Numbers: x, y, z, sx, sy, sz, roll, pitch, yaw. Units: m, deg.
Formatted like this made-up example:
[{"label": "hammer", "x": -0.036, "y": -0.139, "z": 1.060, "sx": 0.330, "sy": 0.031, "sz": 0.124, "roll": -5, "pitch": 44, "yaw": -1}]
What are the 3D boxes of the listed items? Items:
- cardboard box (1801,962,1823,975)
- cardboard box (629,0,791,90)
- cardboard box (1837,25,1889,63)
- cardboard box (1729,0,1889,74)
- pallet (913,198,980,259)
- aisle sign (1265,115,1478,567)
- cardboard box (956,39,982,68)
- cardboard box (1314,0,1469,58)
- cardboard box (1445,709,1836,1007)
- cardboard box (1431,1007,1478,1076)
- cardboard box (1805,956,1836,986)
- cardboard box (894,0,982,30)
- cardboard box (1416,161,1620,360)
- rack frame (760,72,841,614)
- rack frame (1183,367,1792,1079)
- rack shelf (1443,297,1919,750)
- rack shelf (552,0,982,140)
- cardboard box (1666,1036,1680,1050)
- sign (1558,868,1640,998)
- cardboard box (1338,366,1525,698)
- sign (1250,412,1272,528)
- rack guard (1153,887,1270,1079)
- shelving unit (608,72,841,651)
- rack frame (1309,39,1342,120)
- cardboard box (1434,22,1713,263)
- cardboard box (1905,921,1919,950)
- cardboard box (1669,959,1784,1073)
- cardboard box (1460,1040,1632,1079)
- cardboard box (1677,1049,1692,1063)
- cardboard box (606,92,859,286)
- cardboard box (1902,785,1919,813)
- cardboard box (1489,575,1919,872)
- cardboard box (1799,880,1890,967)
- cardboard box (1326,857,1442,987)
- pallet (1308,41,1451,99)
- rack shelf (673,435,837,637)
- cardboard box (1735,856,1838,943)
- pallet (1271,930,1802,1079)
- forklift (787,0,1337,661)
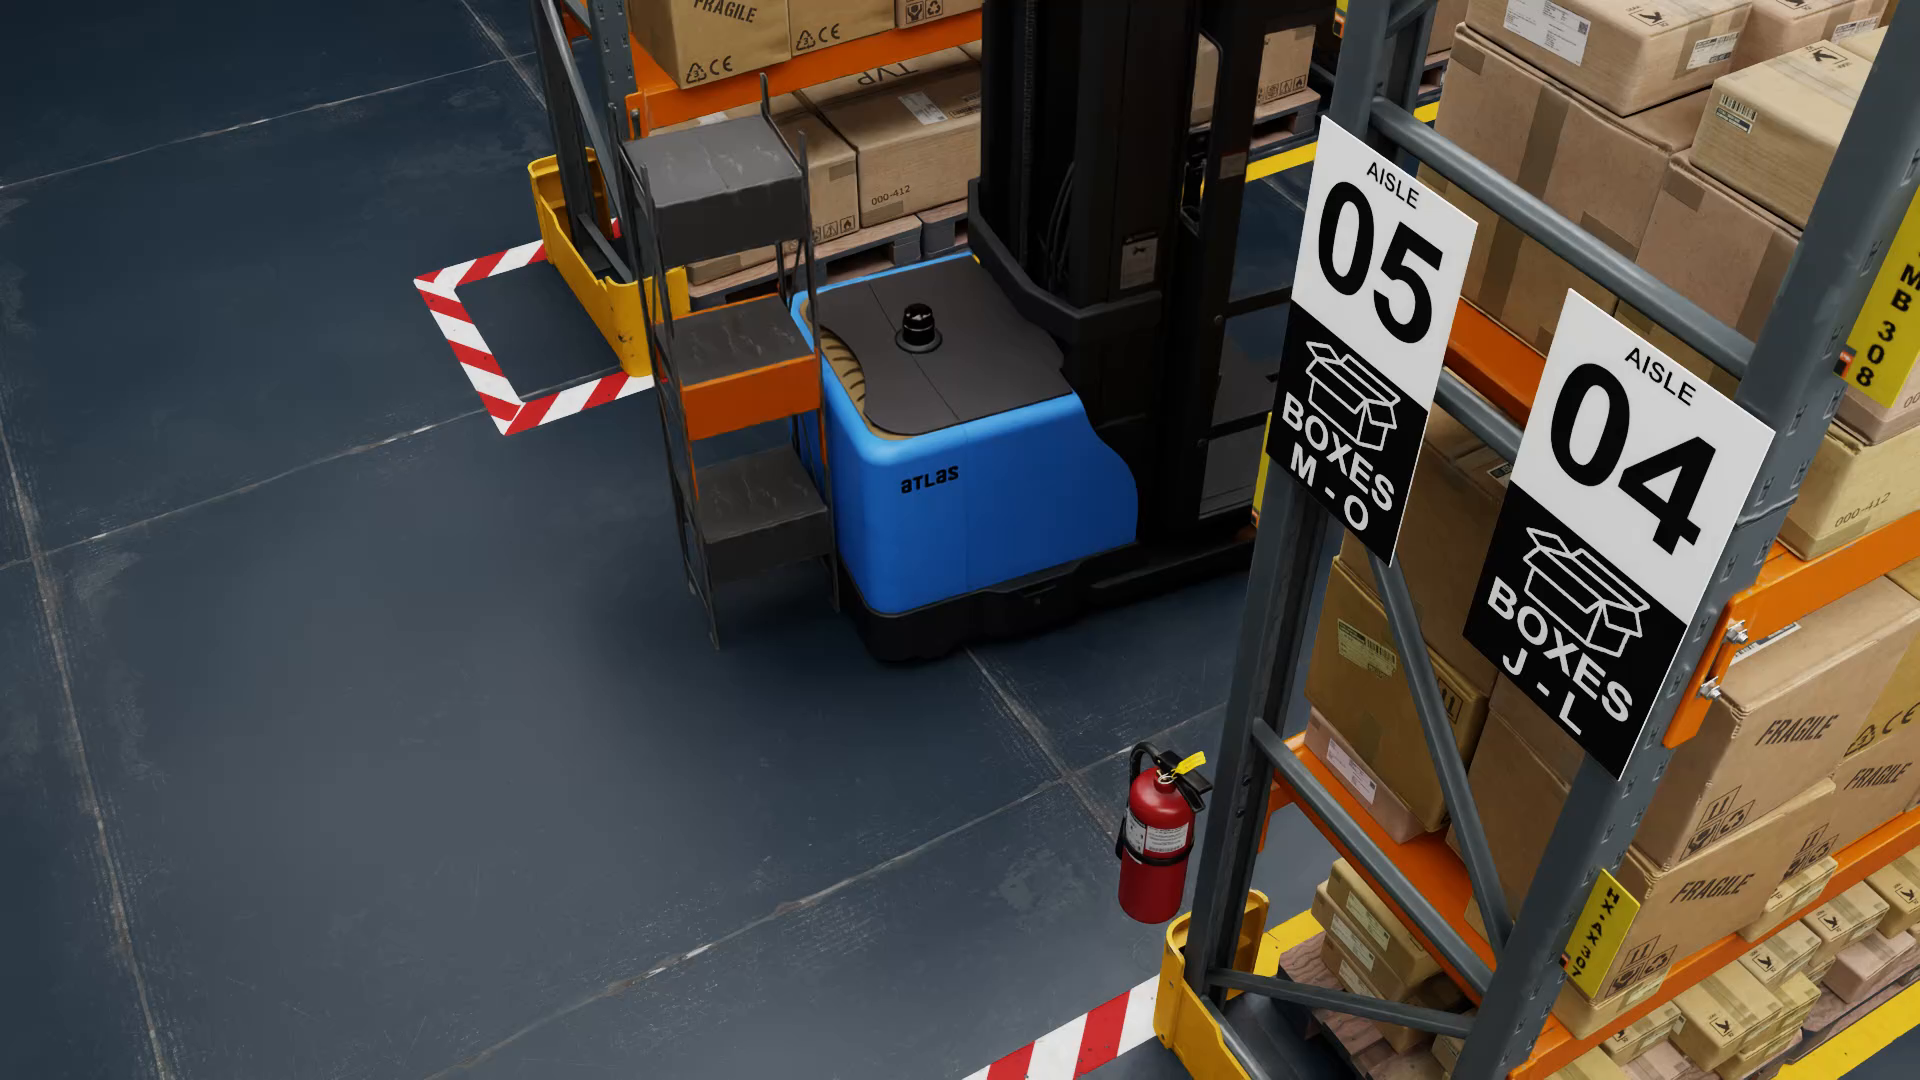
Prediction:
[{"label": "cardboard box", "x": 2.427, "y": 1.107, "z": 4.988, "sx": 0.250, "sy": 0.149, "sz": 0.380, "roll": -24, "pitch": 49, "yaw": -23}, {"label": "cardboard box", "x": -1.042, "y": -2.243, "z": 6.836, "sx": 0.500, "sy": 0.500, "sz": 0.500, "roll": -22, "pitch": 48, "yaw": -21}, {"label": "cardboard box", "x": 1.576, "y": -0.657, "z": 2.582, "sx": 0.250, "sy": 0.149, "sz": 0.380, "roll": -20, "pitch": 48, "yaw": -19}, {"label": "cardboard box", "x": 1.346, "y": -0.937, "z": 2.870, "sx": 0.250, "sy": 0.149, "sz": 0.380, "roll": -21, "pitch": 48, "yaw": -20}, {"label": "pallet", "x": 0.109, "y": -1.958, "z": 8.616, "sx": 1.213, "sy": 0.211, "sz": 1.003, "roll": -22, "pitch": 48, "yaw": -21}, {"label": "aisle sign", "x": 0.739, "y": -0.349, "z": 3.089, "sx": 0.004, "sy": 0.787, "sz": 0.394, "roll": -22, "pitch": 48, "yaw": -21}, {"label": "cardboard box", "x": 0.493, "y": -2.369, "z": 8.575, "sx": 0.875, "sy": 0.438, "sz": 0.875, "roll": -23, "pitch": 49, "yaw": -22}, {"label": "cardboard box", "x": 2.364, "y": -3.253, "z": 9.173, "sx": 0.875, "sy": 0.875, "sz": 0.875, "roll": -20, "pitch": 48, "yaw": -20}, {"label": "cardboard box", "x": 1.479, "y": 0.609, "z": 3.684, "sx": 0.500, "sy": 0.500, "sz": 0.500, "roll": -20, "pitch": 47, "yaw": -19}, {"label": "cardboard box", "x": 1.534, "y": 1.479, "z": 4.604, "sx": 0.250, "sy": 0.149, "sz": 0.380, "roll": -20, "pitch": 48, "yaw": -19}, {"label": "cardboard box", "x": 2.414, "y": 1.225, "z": 5.079, "sx": 0.250, "sy": 0.149, "sz": 0.380, "roll": -22, "pitch": 48, "yaw": -21}, {"label": "cardboard box", "x": -0.168, "y": -2.601, "z": 7.204, "sx": 0.500, "sy": 0.500, "sz": 0.500, "roll": -22, "pitch": 48, "yaw": -21}, {"label": "cardboard box", "x": 1.215, "y": -0.600, "z": 3.168, "sx": 0.500, "sy": 0.250, "sz": 0.500, "roll": -23, "pitch": 49, "yaw": -22}, {"label": "rack frame", "x": -0.549, "y": -0.596, "z": 5.856, "sx": 0.015, "sy": 2.100, "sz": 0.400, "roll": -16, "pitch": 47, "yaw": -16}, {"label": "rack frame", "x": 0.952, "y": 0.740, "z": 3.833, "sx": 0.127, "sy": 3.000, "sz": 1.000, "roll": -22, "pitch": 48, "yaw": -21}, {"label": "rack shelf", "x": 2.686, "y": -0.772, "z": 3.754, "sx": 4.000, "sy": 0.370, "sz": 1.077, "roll": -22, "pitch": 48, "yaw": -21}, {"label": "rack shelf", "x": 0.133, "y": -2.650, "z": 7.843, "sx": 4.000, "sy": 0.370, "sz": 1.077, "roll": -22, "pitch": 48, "yaw": -21}, {"label": "cardboard box", "x": 1.968, "y": 1.280, "z": 4.809, "sx": 0.250, "sy": 0.149, "sz": 0.380, "roll": -21, "pitch": 48, "yaw": -20}, {"label": "sign", "x": 1.223, "y": 0.757, "z": 3.194, "sx": 0.005, "sy": 0.325, "sz": 0.100, "roll": -22, "pitch": 48, "yaw": -21}, {"label": "cardboard box", "x": 1.225, "y": -0.070, "z": 3.665, "sx": 0.500, "sy": 0.500, "sz": 0.500, "roll": -23, "pitch": 49, "yaw": -22}, {"label": "sign", "x": 0.693, "y": -0.131, "z": 3.673, "sx": 0.005, "sy": 0.325, "sz": 0.100, "roll": -22, "pitch": 48, "yaw": -21}, {"label": "rack guard", "x": 1.018, "y": 1.611, "z": 4.731, "sx": 0.348, "sy": 0.500, "sz": 1.175, "roll": -22, "pitch": 48, "yaw": -21}, {"label": "shelving unit", "x": -0.774, "y": -0.529, "z": 5.788, "sx": 0.503, "sy": 2.100, "sz": 0.431, "roll": -16, "pitch": 47, "yaw": -16}, {"label": "rack frame", "x": 1.867, "y": -3.602, "z": 8.307, "sx": 0.127, "sy": 3.000, "sz": 1.000, "roll": -22, "pitch": 48, "yaw": -21}, {"label": "cardboard box", "x": 1.225, "y": -0.775, "z": 2.990, "sx": 0.500, "sy": 0.250, "sz": 0.500, "roll": -23, "pitch": 49, "yaw": -22}, {"label": "cardboard box", "x": 2.900, "y": 1.079, "z": 5.230, "sx": 0.250, "sy": 0.149, "sz": 0.380, "roll": -22, "pitch": 48, "yaw": -21}, {"label": "cardboard box", "x": 2.037, "y": 1.244, "z": 4.633, "sx": 0.250, "sy": 0.149, "sz": 0.380, "roll": -22, "pitch": 48, "yaw": -21}, {"label": "cardboard box", "x": 1.576, "y": 1.422, "z": 4.449, "sx": 0.250, "sy": 0.149, "sz": 0.380, "roll": -24, "pitch": 49, "yaw": -23}, {"label": "cardboard box", "x": 1.964, "y": 1.394, "z": 4.906, "sx": 0.250, "sy": 0.149, "sz": 0.380, "roll": -21, "pitch": 48, "yaw": -21}, {"label": "cardboard box", "x": -1.079, "y": -1.734, "z": 7.922, "sx": 0.875, "sy": 0.438, "sz": 0.875, "roll": -23, "pitch": 49, "yaw": -22}, {"label": "cardboard box", "x": 2.361, "y": 0.245, "z": 4.058, "sx": 0.500, "sy": 0.500, "sz": 0.500, "roll": -21, "pitch": 48, "yaw": -20}, {"label": "cardboard box", "x": 1.474, "y": 0.243, "z": 3.342, "sx": 0.500, "sy": 0.500, "sz": 0.500, "roll": -22, "pitch": 48, "yaw": -21}, {"label": "cardboard box", "x": 2.456, "y": 1.018, "z": 4.866, "sx": 0.250, "sy": 0.149, "sz": 0.380, "roll": -20, "pitch": 48, "yaw": -19}, {"label": "cardboard box", "x": 1.285, "y": 1.062, "z": 4.820, "sx": 0.250, "sy": 0.149, "sz": 0.380, "roll": -21, "pitch": 48, "yaw": -20}, {"label": "pallet", "x": 2.498, "y": -2.914, "z": 9.601, "sx": 1.213, "sy": 0.211, "sz": 1.003, "roll": -22, "pitch": 48, "yaw": -21}, {"label": "rack shelf", "x": -0.774, "y": -0.017, "z": 6.285, "sx": 0.480, "sy": 0.518, "sz": 0.431, "roll": -16, "pitch": 47, "yaw": -16}, {"label": "cardboard box", "x": 1.856, "y": 0.742, "z": 4.012, "sx": 0.250, "sy": 0.149, "sz": 0.380, "roll": -23, "pitch": 49, "yaw": -22}, {"label": "pallet", "x": 1.740, "y": 1.454, "z": 5.100, "sx": 1.213, "sy": 0.211, "sz": 1.003, "roll": -22, "pitch": 48, "yaw": -21}, {"label": "forklift", "x": 0.881, "y": -1.274, "z": 5.958, "sx": 3.031, "sy": 2.935, "sz": 1.130, "roll": -16, "pitch": 47, "yaw": -16}]
